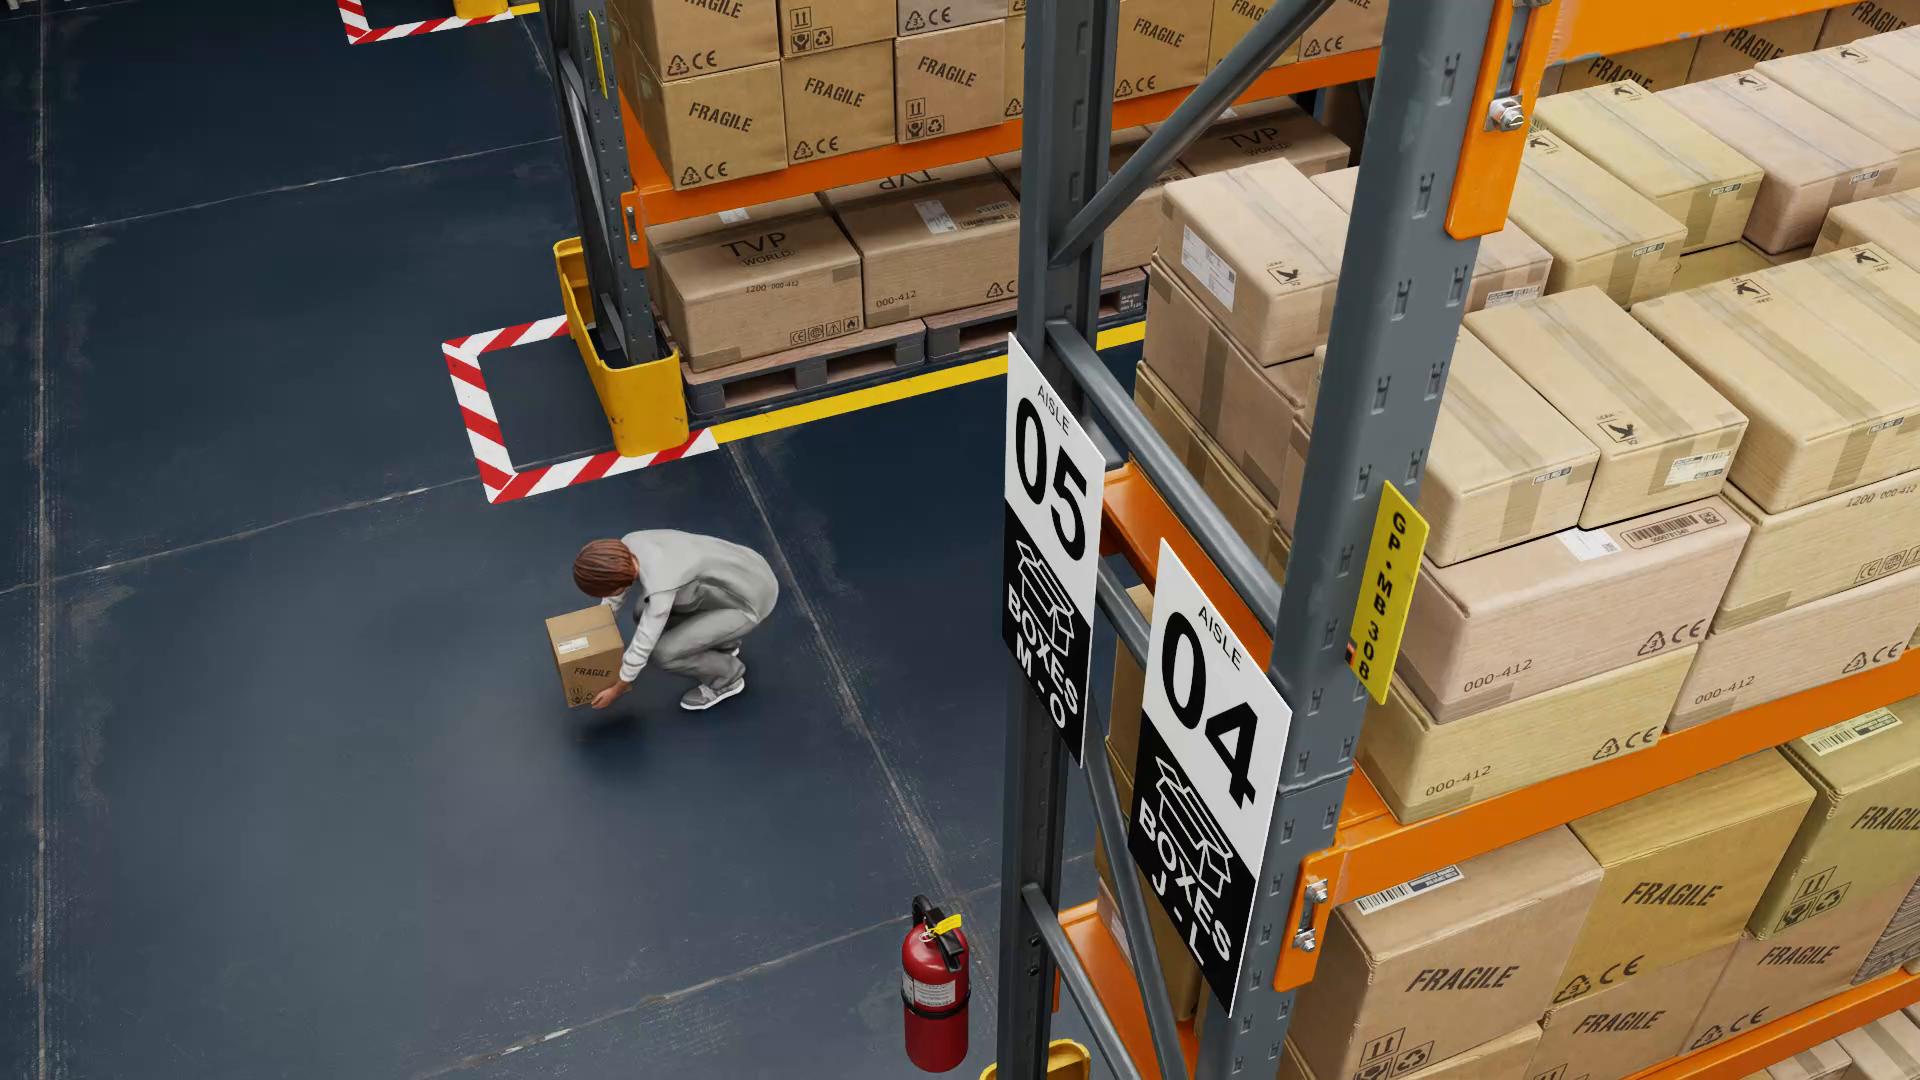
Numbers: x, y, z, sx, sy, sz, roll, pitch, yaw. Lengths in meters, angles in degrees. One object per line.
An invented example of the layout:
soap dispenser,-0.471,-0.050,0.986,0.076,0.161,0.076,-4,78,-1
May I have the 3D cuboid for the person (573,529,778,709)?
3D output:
person,-1.090,0.298,6.422,0.812,0.819,0.446,-16,45,-16
